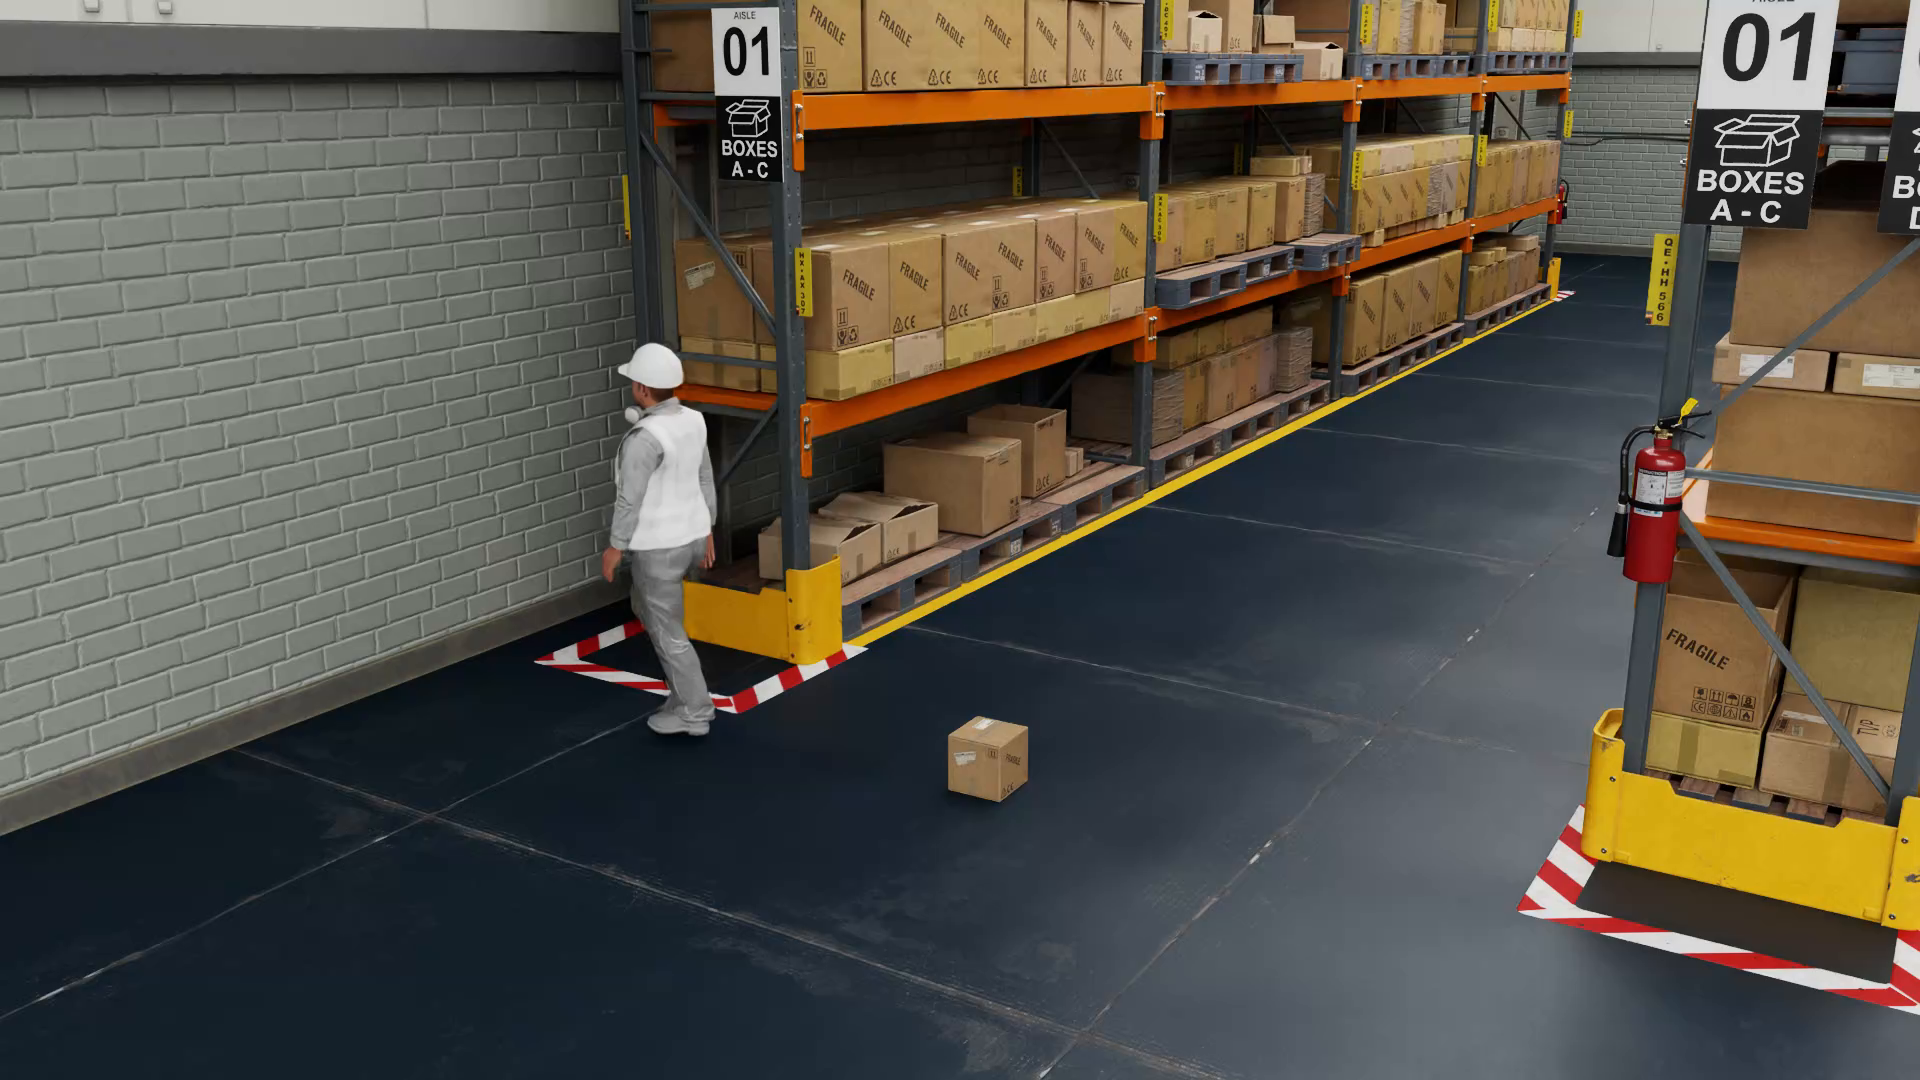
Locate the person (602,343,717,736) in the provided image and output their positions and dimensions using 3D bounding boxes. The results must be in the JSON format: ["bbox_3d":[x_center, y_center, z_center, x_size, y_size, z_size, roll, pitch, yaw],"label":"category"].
[{"bbox_3d":[-1.336,0.025,7.391,0.501,1.816,0.547,6,17,20],"label":"person"}]
